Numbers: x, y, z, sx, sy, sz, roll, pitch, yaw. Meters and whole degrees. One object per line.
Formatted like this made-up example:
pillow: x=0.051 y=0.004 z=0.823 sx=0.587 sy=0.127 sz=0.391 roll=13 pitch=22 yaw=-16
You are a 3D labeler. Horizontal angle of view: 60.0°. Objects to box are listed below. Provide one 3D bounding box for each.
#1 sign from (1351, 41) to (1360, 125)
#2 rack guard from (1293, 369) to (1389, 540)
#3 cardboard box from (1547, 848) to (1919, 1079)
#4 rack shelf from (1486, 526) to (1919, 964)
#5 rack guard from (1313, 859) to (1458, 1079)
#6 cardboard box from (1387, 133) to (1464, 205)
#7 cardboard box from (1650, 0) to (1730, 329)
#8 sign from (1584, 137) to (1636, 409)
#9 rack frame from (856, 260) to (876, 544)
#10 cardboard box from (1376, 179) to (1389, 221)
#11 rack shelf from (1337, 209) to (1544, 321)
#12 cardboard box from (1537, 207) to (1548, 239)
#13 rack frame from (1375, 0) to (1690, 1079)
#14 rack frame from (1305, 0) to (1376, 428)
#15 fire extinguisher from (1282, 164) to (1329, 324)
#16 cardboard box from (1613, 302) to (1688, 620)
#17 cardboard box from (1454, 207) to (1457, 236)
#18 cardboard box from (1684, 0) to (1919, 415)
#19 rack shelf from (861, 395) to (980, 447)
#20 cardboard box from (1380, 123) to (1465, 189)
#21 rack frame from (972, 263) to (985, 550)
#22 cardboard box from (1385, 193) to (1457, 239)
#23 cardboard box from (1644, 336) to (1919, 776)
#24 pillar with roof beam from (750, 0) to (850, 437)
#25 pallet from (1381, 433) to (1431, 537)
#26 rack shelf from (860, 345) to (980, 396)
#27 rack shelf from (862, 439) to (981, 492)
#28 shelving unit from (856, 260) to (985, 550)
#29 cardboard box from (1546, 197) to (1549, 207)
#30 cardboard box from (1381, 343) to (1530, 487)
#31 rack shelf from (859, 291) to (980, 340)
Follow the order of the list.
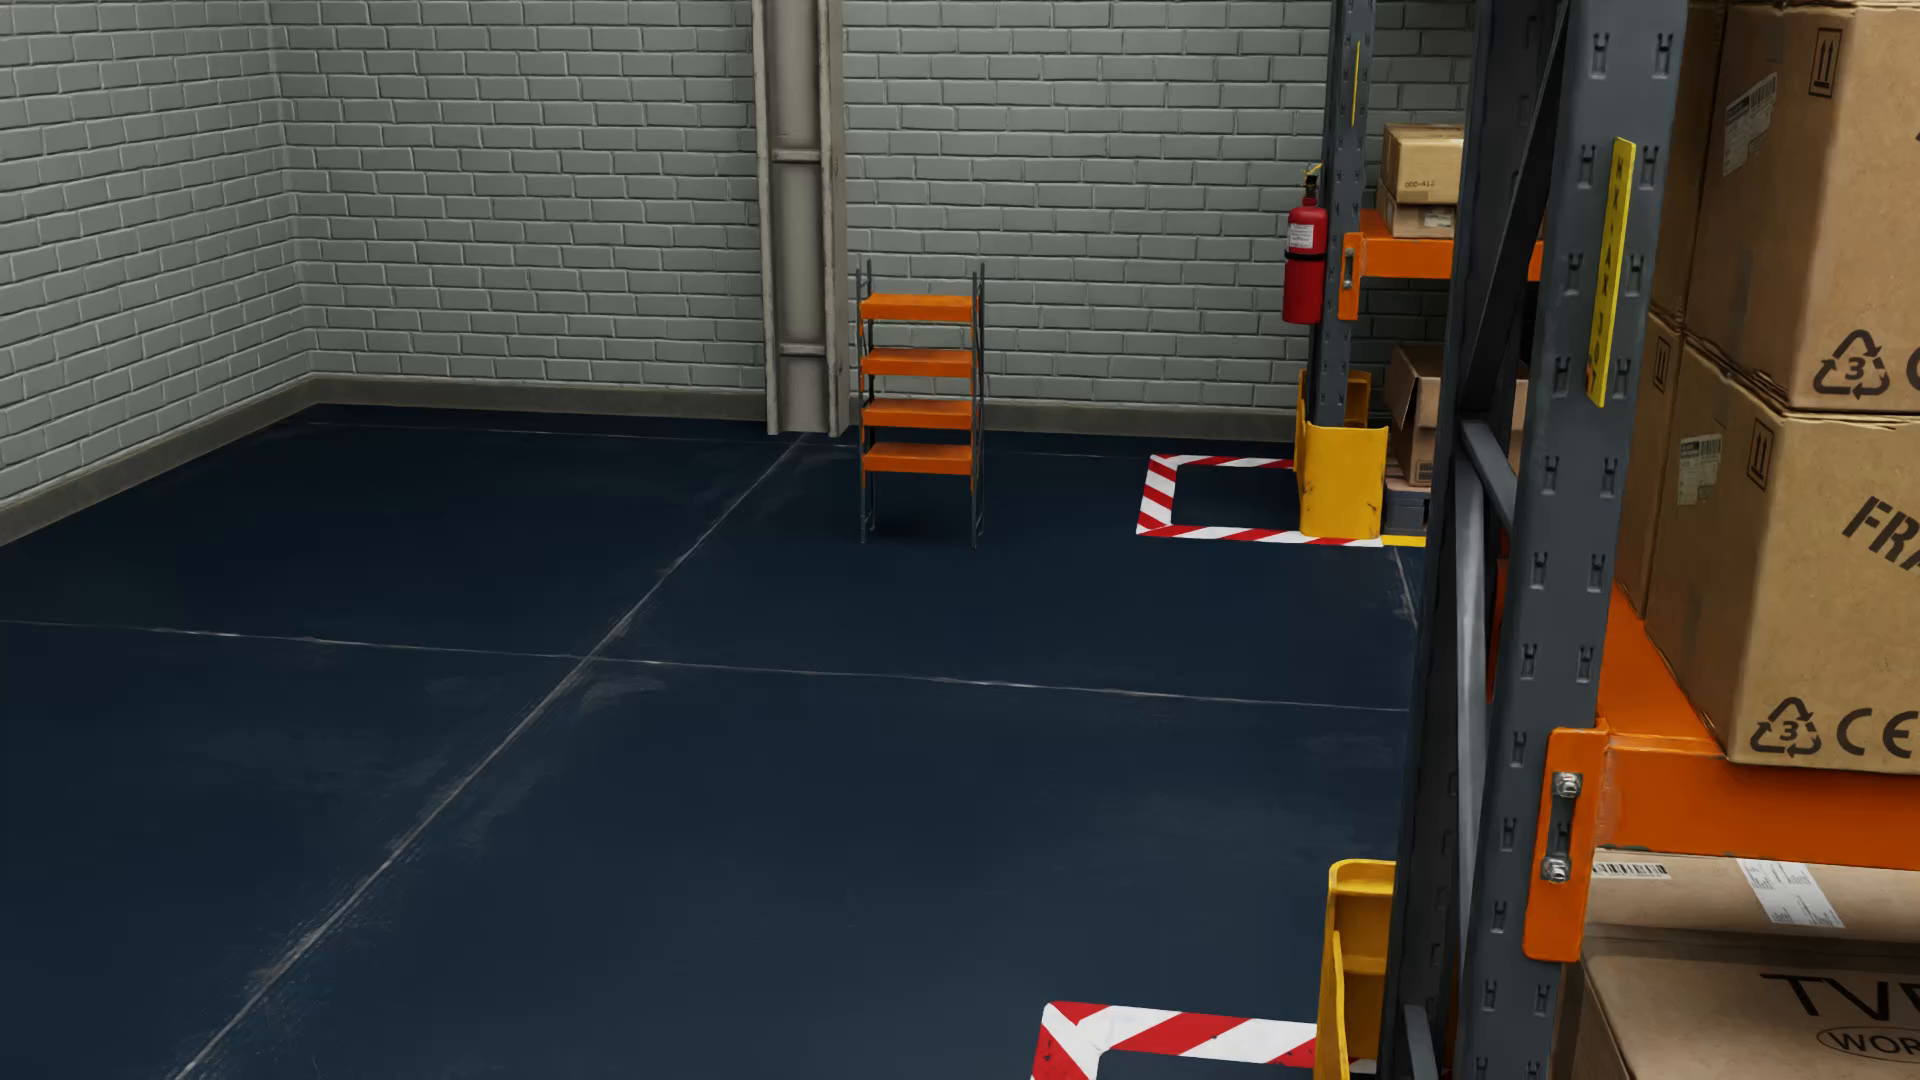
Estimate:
sign: x=1.606 y=-1.856 z=6.758 sx=0.005 sy=0.325 sz=0.100 roll=3 pitch=19 yaw=9
rack guard: x=1.767 y=-0.426 z=7.789 sx=0.348 sy=0.500 sz=1.175 roll=3 pitch=19 yaw=9
cardboard box: x=1.576 y=0.958 z=3.090 sx=0.875 sy=0.438 sz=0.875 roll=2 pitch=19 yaw=7
rack shelf: x=2.883 y=0.382 z=2.569 sx=4.000 sy=0.370 sz=1.077 roll=3 pitch=19 yaw=9
rack guard: x=0.885 y=1.124 z=3.156 sx=0.348 sy=0.500 sz=1.175 roll=3 pitch=19 yaw=9
cardboard box: x=2.097 y=-1.578 z=7.060 sx=0.500 sy=0.250 sz=0.500 roll=3 pitch=19 yaw=9
cardboard box: x=1.422 y=-0.632 z=2.731 sx=0.500 sy=0.500 sz=0.500 roll=4 pitch=19 yaw=10
sign: x=0.814 y=-0.335 z=2.087 sx=0.005 sy=0.325 sz=0.100 roll=3 pitch=19 yaw=9
rack frame: x=-0.404 y=-0.590 z=7.174 sx=0.015 sy=1.200 sz=0.240 roll=3 pitch=19 yaw=9
cardboard box: x=2.062 y=-1.564 z=7.645 sx=0.250 sy=0.149 sz=0.380 roll=3 pitch=19 yaw=8
rack shelf: x=3.667 y=-1.174 z=7.217 sx=4.000 sy=0.370 sz=1.077 roll=3 pitch=19 yaw=9
cardboard box: x=2.496 y=-1.393 z=7.135 sx=0.250 sy=0.149 sz=0.380 roll=3 pitch=19 yaw=8
rack frame: x=0.908 y=-0.060 z=2.755 sx=0.127 sy=3.000 sz=1.000 roll=3 pitch=19 yaw=9
rack frame: x=1.692 y=-1.615 z=7.404 sx=0.127 sy=3.000 sz=1.000 roll=3 pitch=19 yaw=9
fire extinguisher: x=1.473 y=-1.264 z=7.064 sx=0.183 sy=0.674 sz=0.296 roll=3 pitch=19 yaw=9
cardboard box: x=1.427 y=-0.166 z=2.915 sx=0.500 sy=0.500 sz=0.500 roll=3 pitch=19 yaw=9
cardboard box: x=2.232 y=-1.395 z=7.142 sx=0.250 sy=0.149 sz=0.380 roll=3 pitch=19 yaw=10
cardboard box: x=1.337 y=-0.468 z=2.242 sx=0.500 sy=0.500 sz=0.500 roll=3 pitch=19 yaw=7
rack shelf: x=-0.163 y=-0.514 z=7.159 sx=0.480 sy=0.148 sz=0.258 roll=3 pitch=19 yaw=9
cardboard box: x=2.188 y=-1.745 z=7.559 sx=0.500 sy=0.250 sz=0.500 roll=3 pitch=19 yaw=10
rack frame: x=0.077 y=-0.565 z=7.101 sx=0.015 sy=1.200 sz=0.240 roll=3 pitch=19 yaw=9
cardboard box: x=1.973 y=-1.394 z=7.137 sx=0.250 sy=0.149 sz=0.380 roll=3 pitch=19 yaw=8
cardboard box: x=1.337 y=0.007 z=2.399 sx=0.500 sy=0.500 sz=0.500 roll=3 pitch=19 yaw=8
pillar with roof beam: x=-1.510 y=-3.530 z=3.670 sx=0.400 sy=9.000 sz=9.100 roll=3 pitch=19 yaw=9
pallet: x=2.554 y=-0.249 z=7.716 sx=1.213 sy=0.211 sz=1.003 roll=3 pitch=19 yaw=9
rack shelf: x=-0.163 y=-0.726 z=7.088 sx=0.480 sy=0.148 sz=0.258 roll=3 pitch=19 yaw=9
rack shelf: x=-0.163 y=-0.325 z=7.222 sx=0.480 sy=0.148 sz=0.258 roll=3 pitch=19 yaw=9
shelving unit: x=-0.163 y=-0.577 z=7.138 sx=0.503 sy=1.200 sz=0.258 roll=3 pitch=19 yaw=9
cardboard box: x=2.595 y=-1.553 z=6.984 sx=0.500 sy=0.250 sz=0.500 roll=3 pitch=19 yaw=9
cardboard box: x=2.281 y=-0.570 z=7.552 sx=0.637 sy=0.503 sz=0.797 roll=2 pitch=19 yaw=6
rack shelf: x=-0.163 y=-0.950 z=7.013 sx=0.480 sy=0.148 sz=0.258 roll=3 pitch=19 yaw=9
